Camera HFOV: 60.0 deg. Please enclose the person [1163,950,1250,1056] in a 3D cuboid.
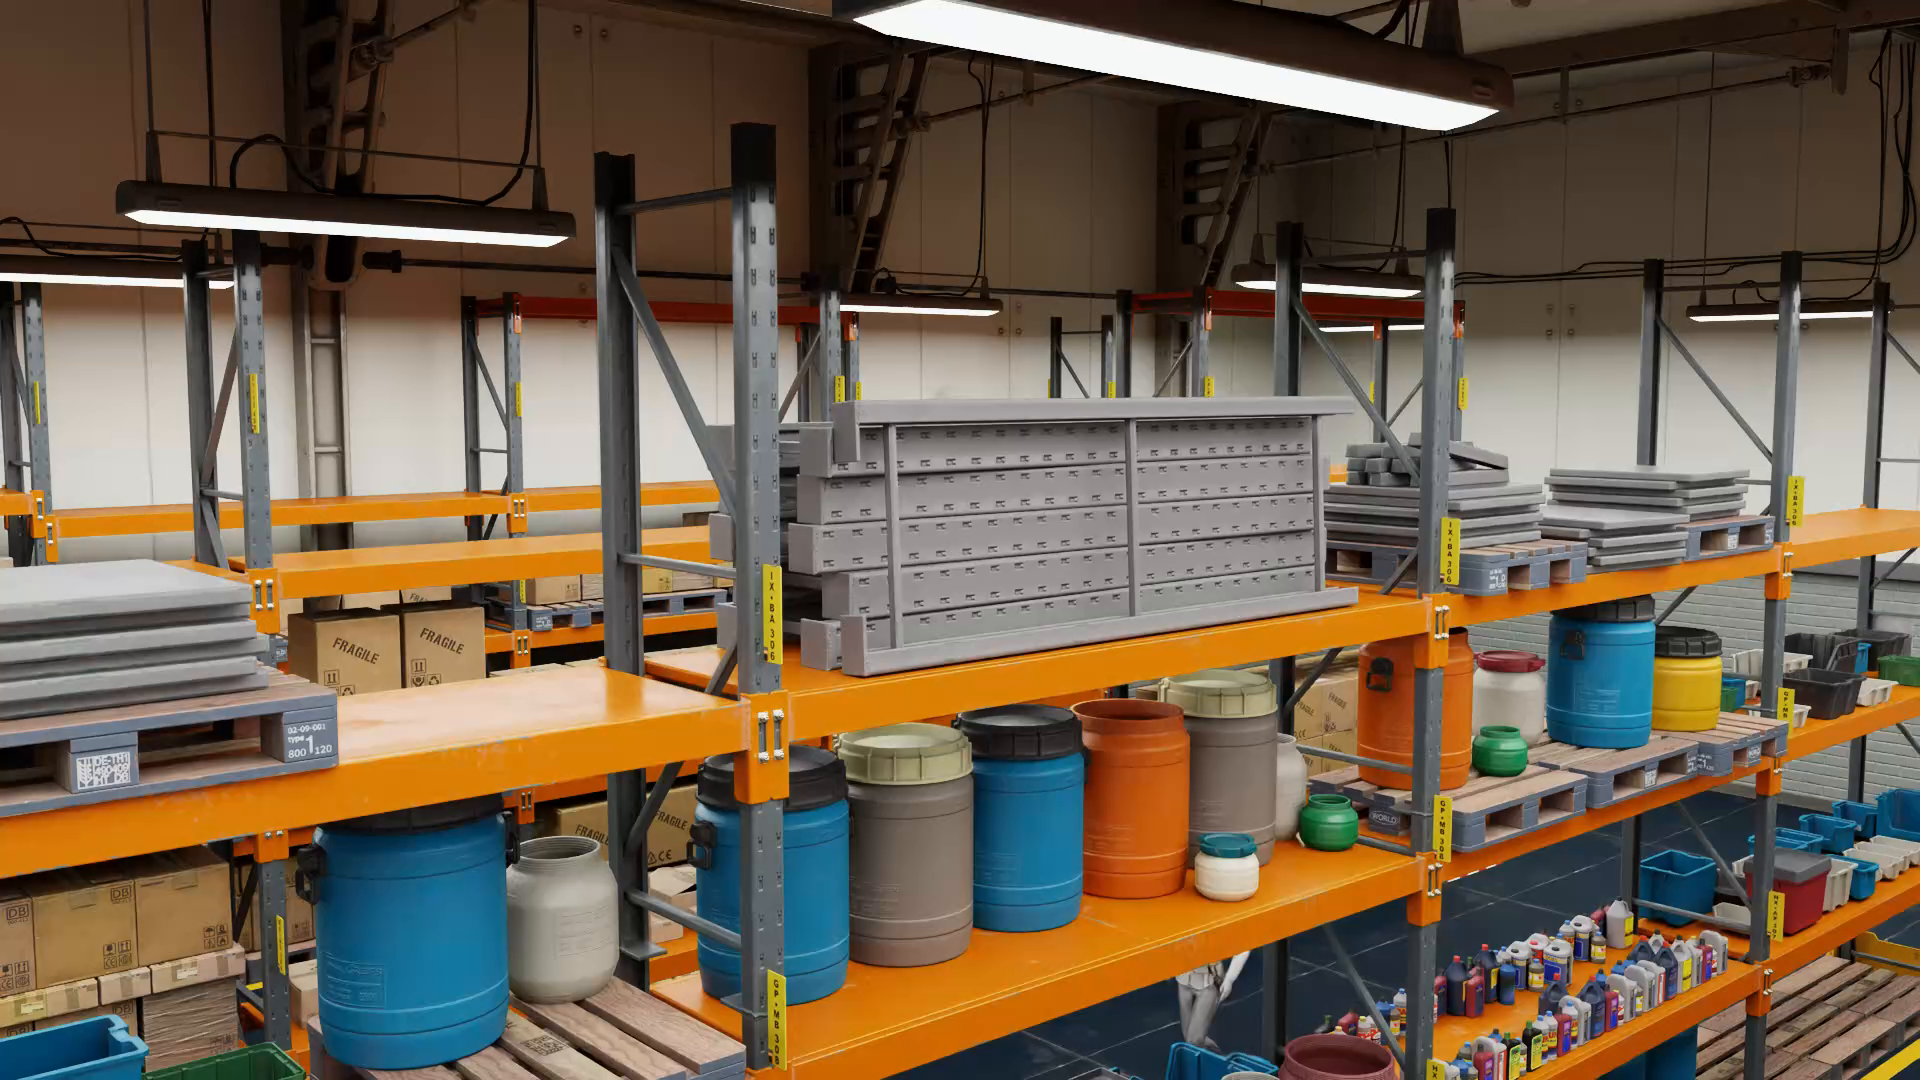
[{"bbox_3d":[1.693,3.206,11.934,0.618,1.660,0.552,5,7,43],"label":"person"}]
